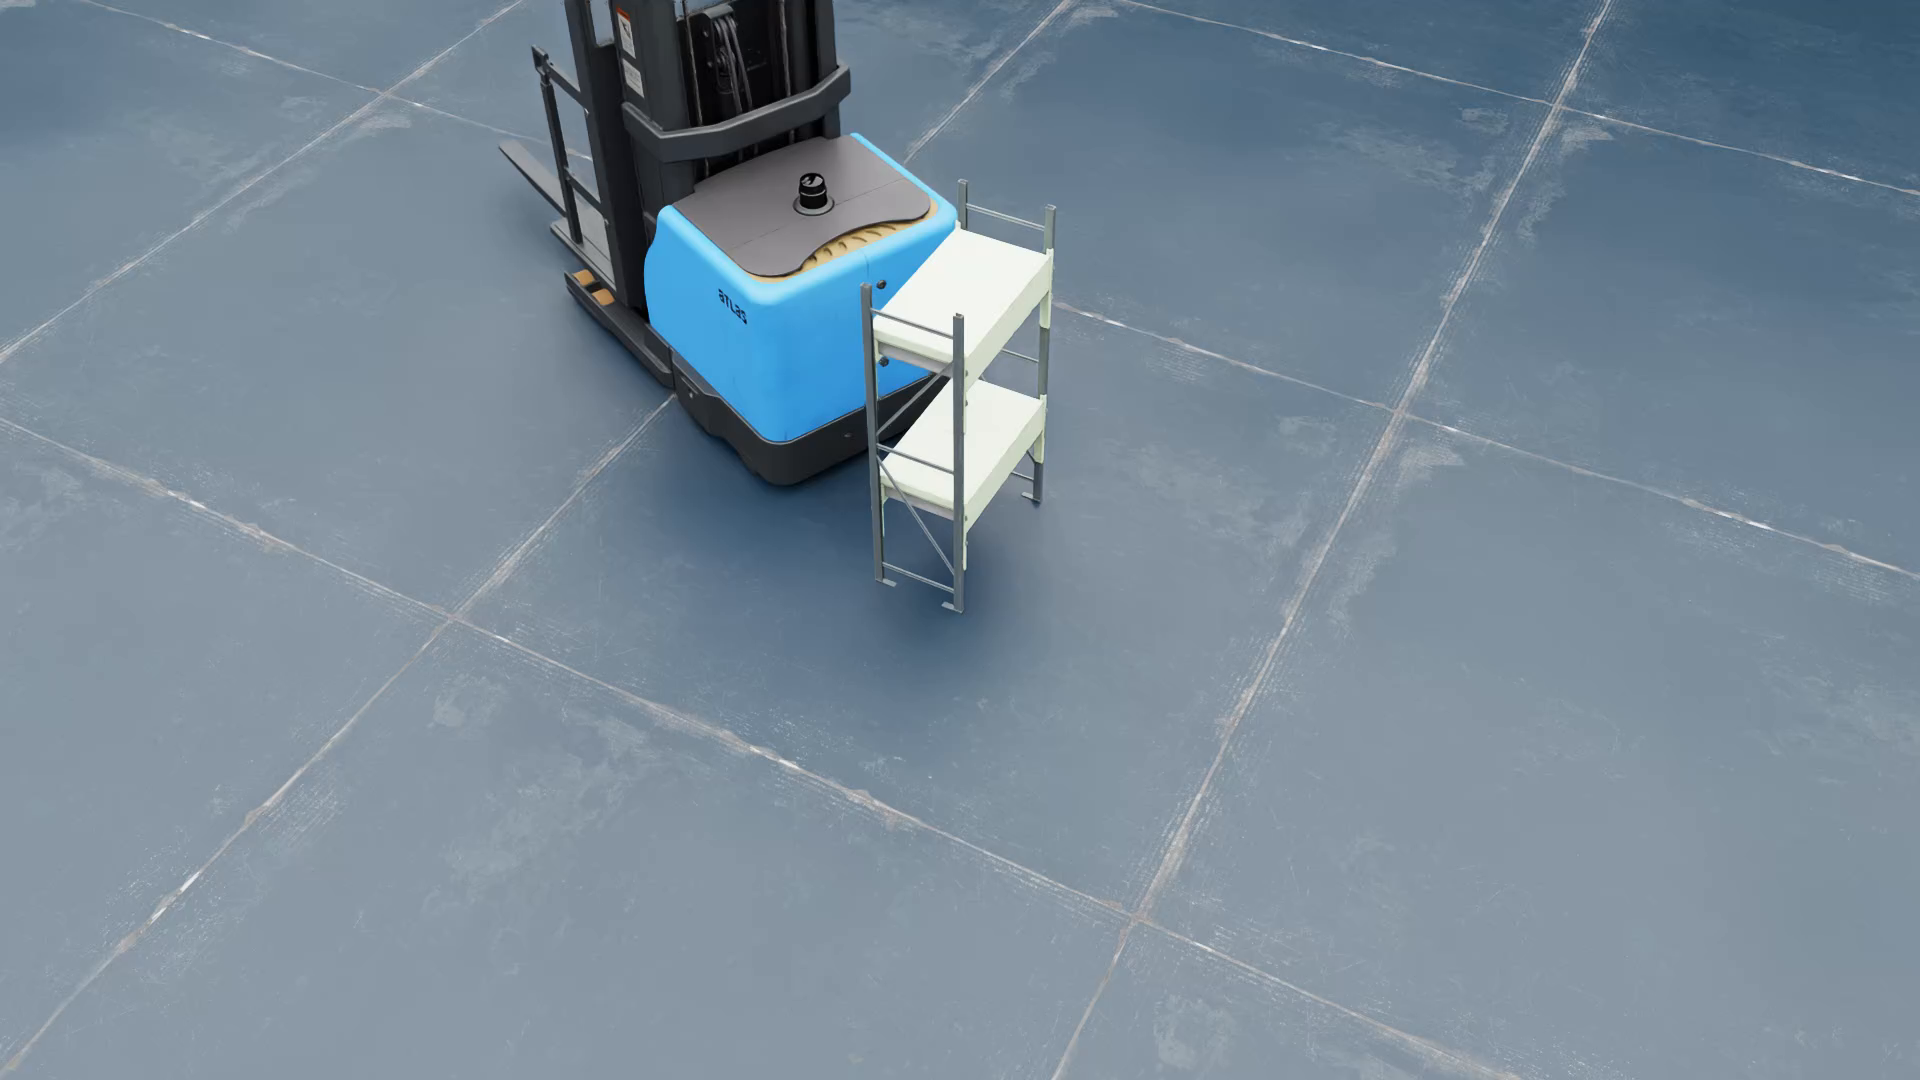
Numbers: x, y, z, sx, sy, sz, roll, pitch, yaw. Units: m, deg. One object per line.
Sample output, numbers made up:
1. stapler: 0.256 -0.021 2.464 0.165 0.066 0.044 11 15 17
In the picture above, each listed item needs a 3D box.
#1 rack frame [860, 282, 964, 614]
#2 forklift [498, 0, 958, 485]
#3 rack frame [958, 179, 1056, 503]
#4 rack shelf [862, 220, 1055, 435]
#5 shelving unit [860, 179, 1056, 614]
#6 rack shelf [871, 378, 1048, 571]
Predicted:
1. rack frame: -0.167 -0.301 6.273 0.400 1.500 0.023 20 49 19
2. forklift: -1.272 -2.268 7.211 1.130 2.935 3.031 -28 52 -25
3. rack frame: 0.173 -0.762 6.729 0.400 1.500 0.023 20 49 19
4. rack shelf: 0.003 -0.806 6.223 0.431 0.370 0.720 20 49 19
5. shelving unit: 0.003 -0.531 6.501 0.431 1.500 0.755 20 49 19
6. rack shelf: 0.003 -0.302 6.732 0.431 0.370 0.720 20 49 19
